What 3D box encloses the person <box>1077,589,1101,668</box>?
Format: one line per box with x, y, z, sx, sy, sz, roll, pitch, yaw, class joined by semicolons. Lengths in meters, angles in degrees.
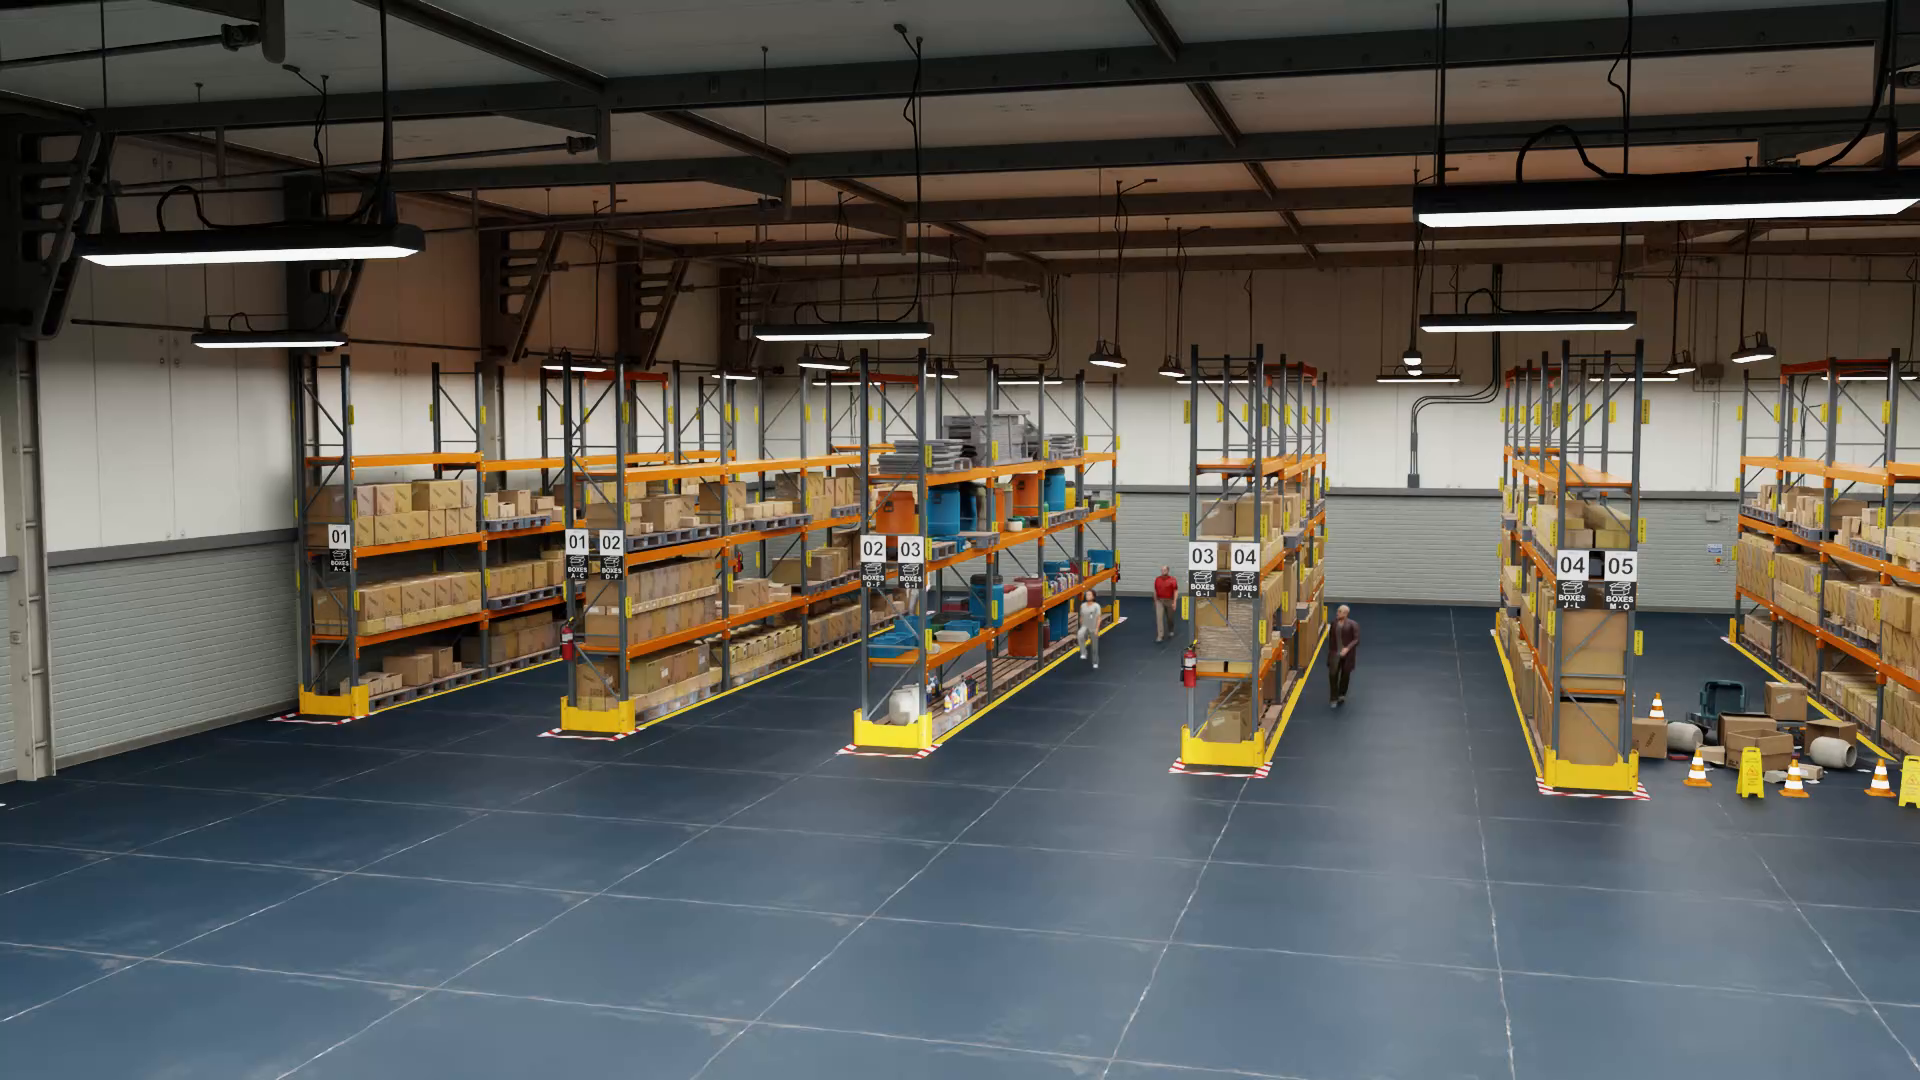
2.521;1.749;32.299;0.451;1.587;1.013;1;4;12;person

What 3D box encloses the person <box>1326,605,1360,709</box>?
6.614;2.024;28.712;0.557;1.816;0.939;1;4;16;person

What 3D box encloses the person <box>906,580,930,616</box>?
-0.991;1.284;38.589;0.608;1.644;0.946;1;4;16;person

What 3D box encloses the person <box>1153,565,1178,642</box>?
4.549;1.401;36.878;0.571;1.676;1.072;1;4;12;person
